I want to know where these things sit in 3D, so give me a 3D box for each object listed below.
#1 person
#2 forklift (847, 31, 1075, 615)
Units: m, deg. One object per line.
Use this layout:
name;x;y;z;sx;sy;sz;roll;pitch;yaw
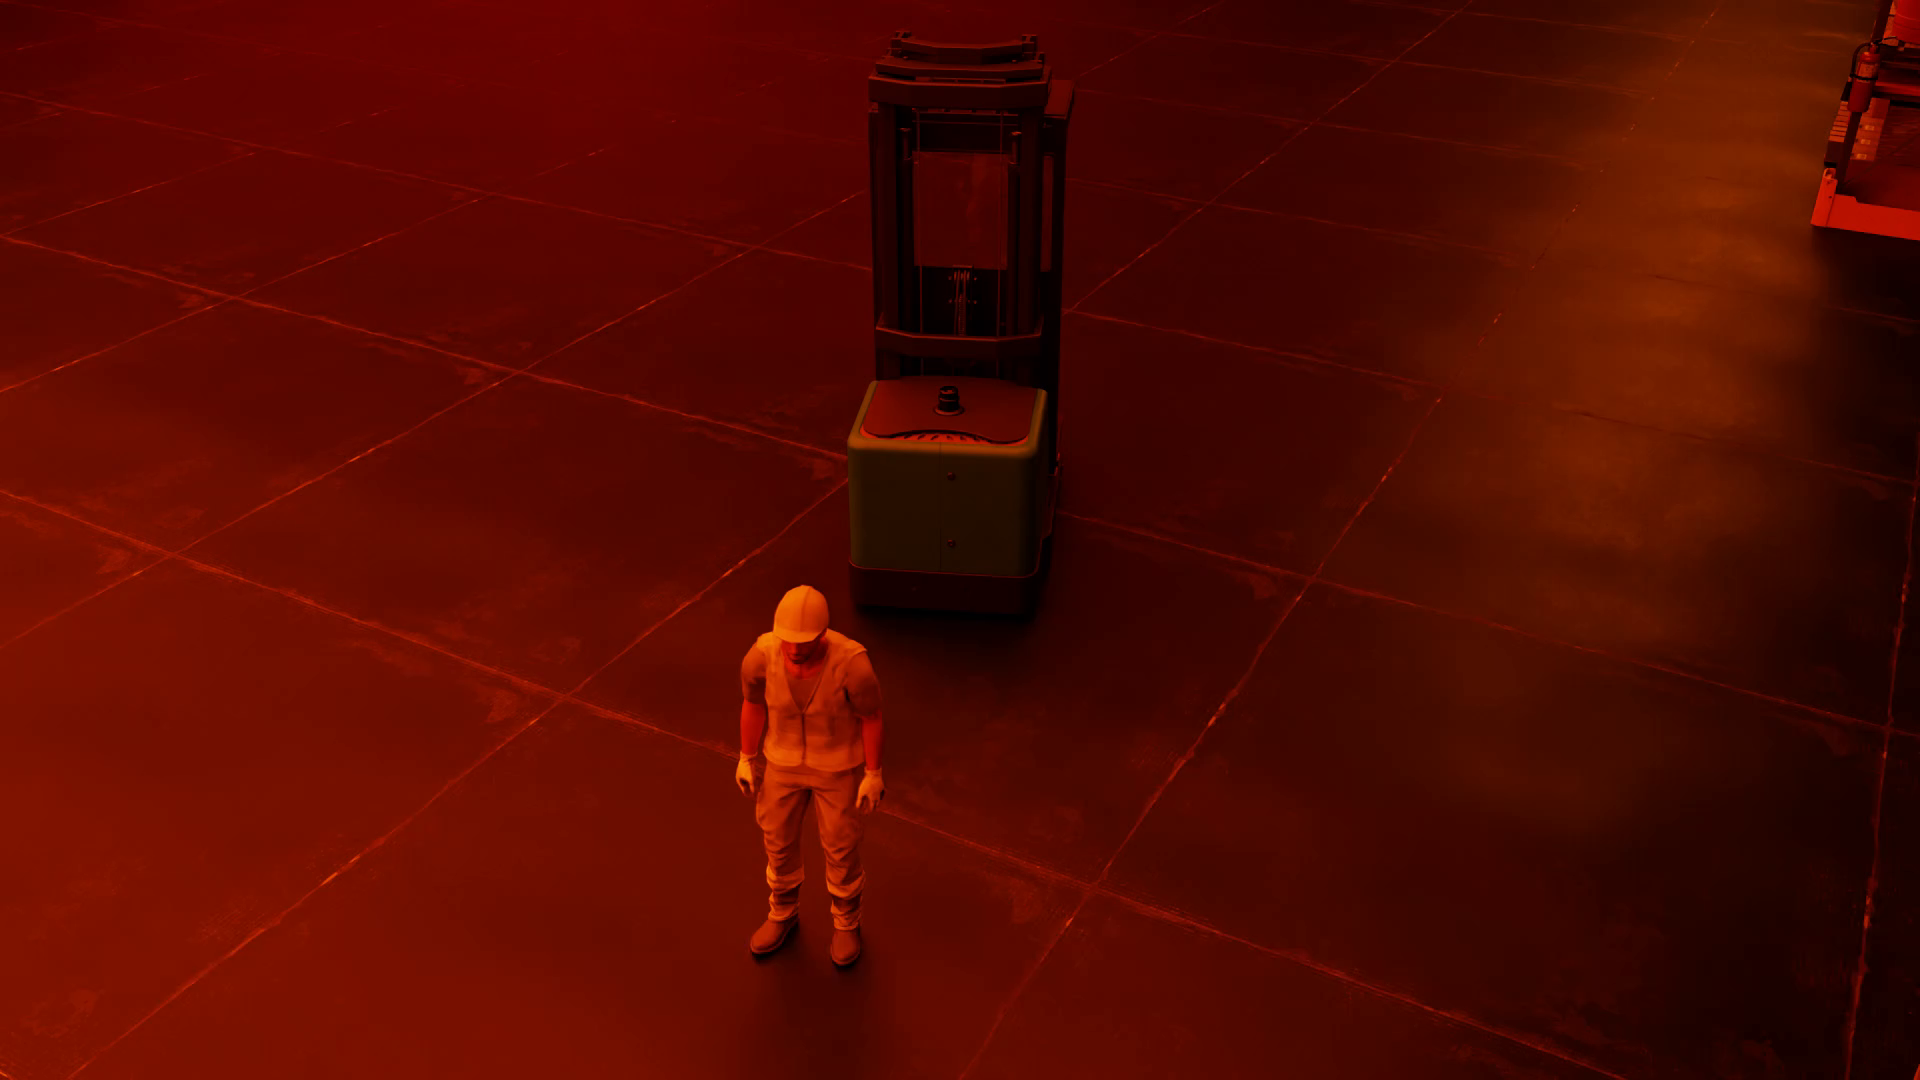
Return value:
person;-0.598;0.923;6.627;0.609;1.779;0.454;6;30;10
forklift;0.072;-1.572;9.794;1.130;2.935;3.031;3;30;6
